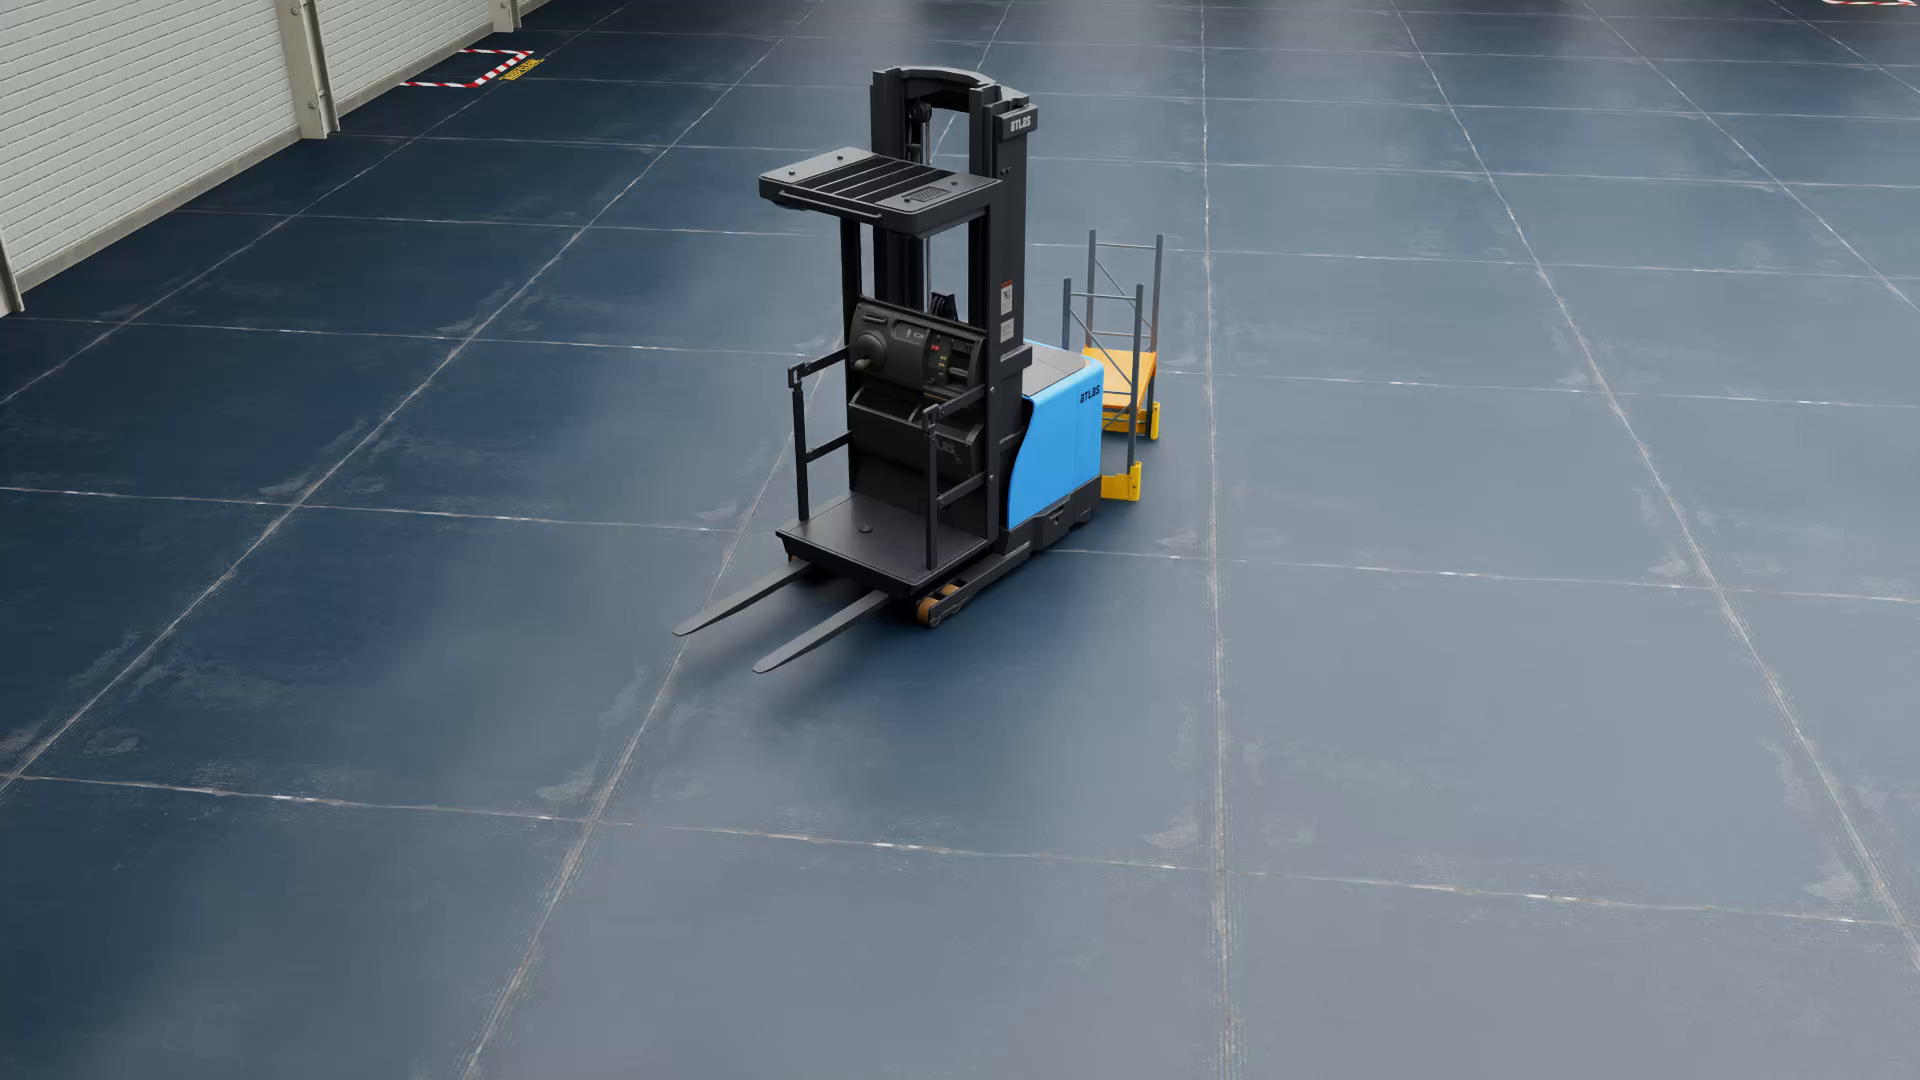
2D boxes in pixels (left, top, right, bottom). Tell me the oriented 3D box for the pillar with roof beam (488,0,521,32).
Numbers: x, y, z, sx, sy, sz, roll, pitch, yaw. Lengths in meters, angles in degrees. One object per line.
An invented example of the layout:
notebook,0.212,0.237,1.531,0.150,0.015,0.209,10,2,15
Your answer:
pillar with roof beam,-2.413,-11.243,21.924,9.100,9.000,0.400,3,28,6

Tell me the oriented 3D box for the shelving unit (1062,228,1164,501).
shelving unit,1.015,-1.198,11.184,0.587,1.500,1.083,6,29,11

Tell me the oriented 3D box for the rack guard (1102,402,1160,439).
rack guard,1.127,-0.878,11.908,0.587,0.250,0.087,6,29,11

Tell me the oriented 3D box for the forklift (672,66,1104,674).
forklift,-0.388,-1.055,9.410,1.130,2.935,3.031,20,34,33

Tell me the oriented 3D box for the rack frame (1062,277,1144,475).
rack frame,0.898,-0.959,10.740,0.500,1.500,0.032,6,29,11

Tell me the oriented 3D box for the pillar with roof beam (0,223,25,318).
pillar with roof beam,-3.883,-5.595,11.439,9.100,9.000,0.400,3,28,6

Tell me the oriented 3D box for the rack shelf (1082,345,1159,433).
rack shelf,1.013,-1.035,11.262,0.538,0.185,1.000,6,29,11

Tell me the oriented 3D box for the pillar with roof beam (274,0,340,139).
pillar with roof beam,-3.148,-8.419,16.682,9.100,9.000,0.400,3,28,6

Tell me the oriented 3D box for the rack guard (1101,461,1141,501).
rack guard,0.903,-0.417,11.053,0.587,0.250,0.087,6,29,11

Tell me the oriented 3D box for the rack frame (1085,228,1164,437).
rack frame,1.127,-1.429,11.612,0.500,1.500,0.032,6,29,11
